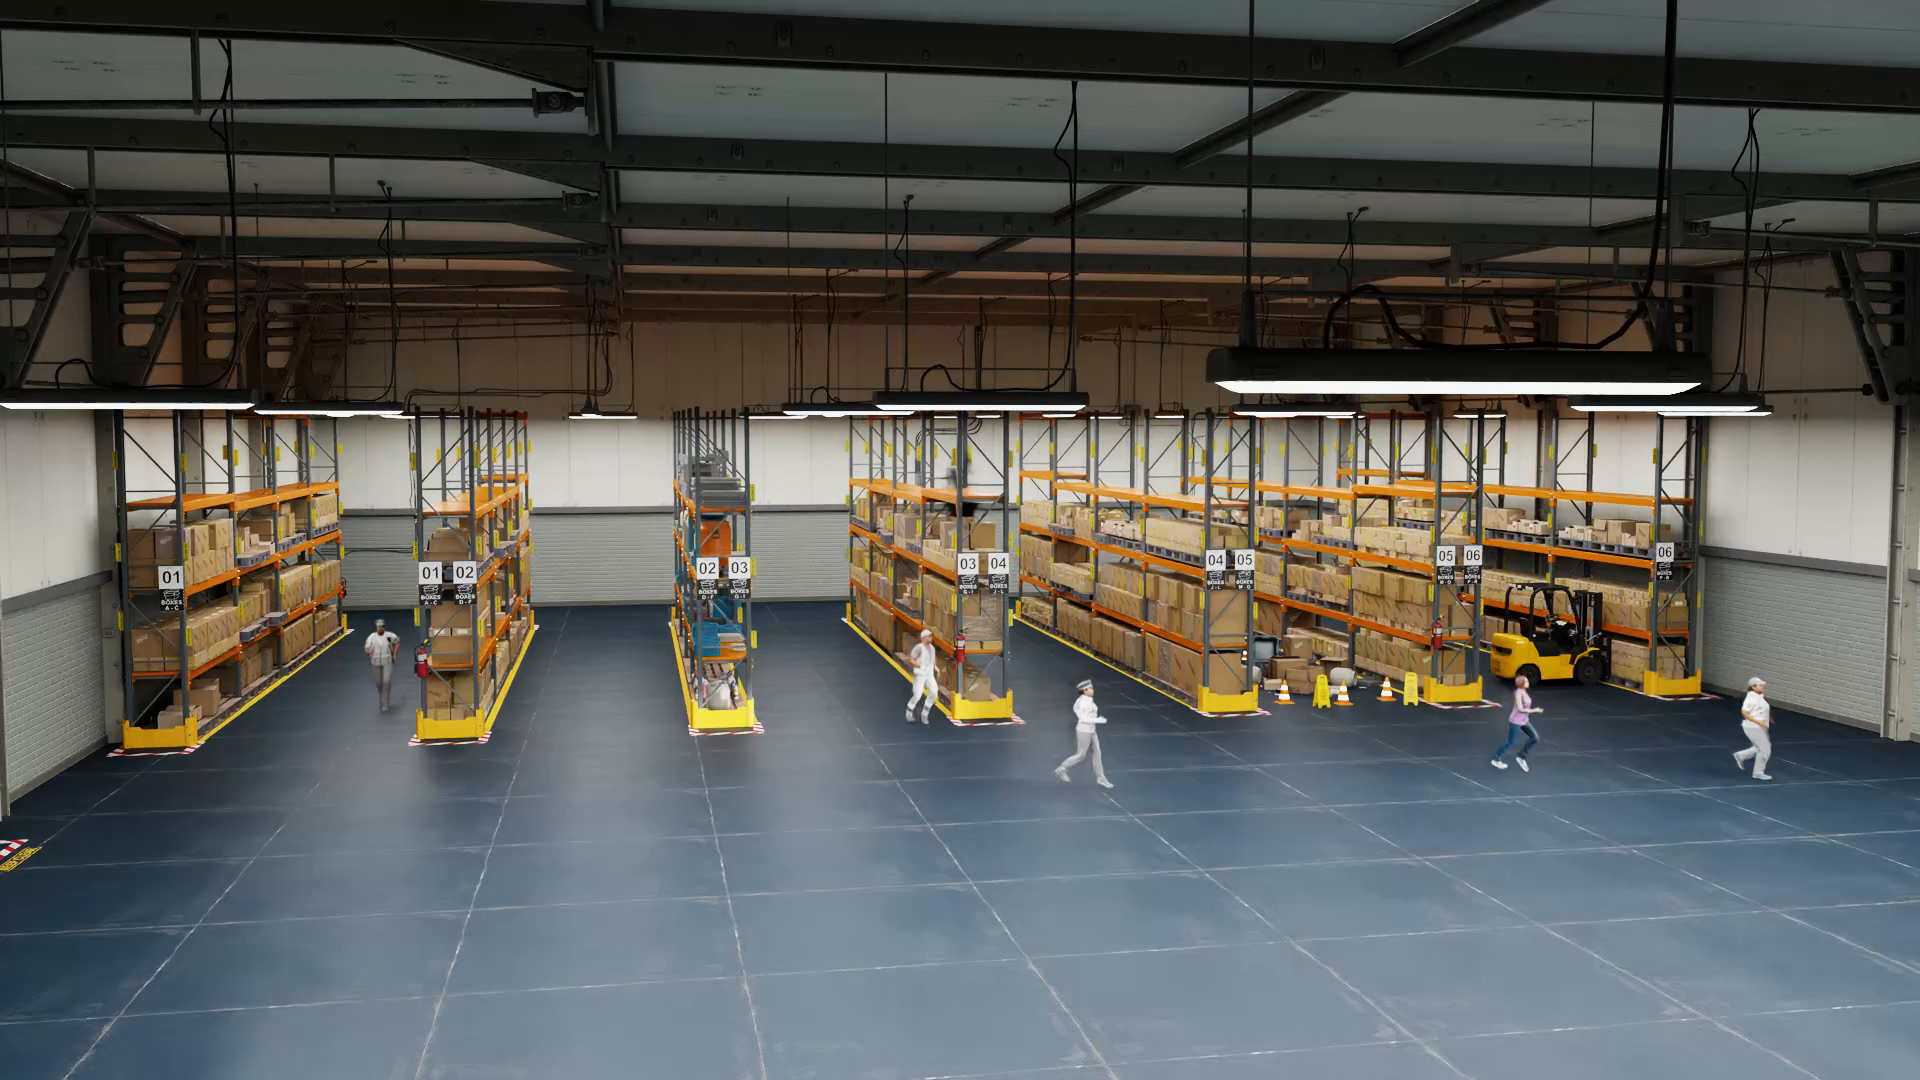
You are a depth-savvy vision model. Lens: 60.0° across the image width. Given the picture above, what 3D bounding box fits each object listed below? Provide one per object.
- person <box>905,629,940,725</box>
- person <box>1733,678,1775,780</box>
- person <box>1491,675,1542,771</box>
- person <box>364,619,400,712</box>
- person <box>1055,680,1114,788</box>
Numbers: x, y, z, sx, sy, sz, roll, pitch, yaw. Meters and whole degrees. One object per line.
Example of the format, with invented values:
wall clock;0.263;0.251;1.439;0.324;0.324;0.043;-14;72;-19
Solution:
person;-0.657;2.598;31.585;0.732;1.799;0.626;-3;5;-40
person;12.745;3.013;26.717;0.629;1.617;0.609;3;5;40
person;9.134;2.986;27.173;0.808;1.582;0.548;3;5;38
person;-11.538;2.471;33.198;0.660;1.800;0.969;-1;4;-11
person;1.949;3.022;25.976;0.924;1.712;0.613;1;4;14
